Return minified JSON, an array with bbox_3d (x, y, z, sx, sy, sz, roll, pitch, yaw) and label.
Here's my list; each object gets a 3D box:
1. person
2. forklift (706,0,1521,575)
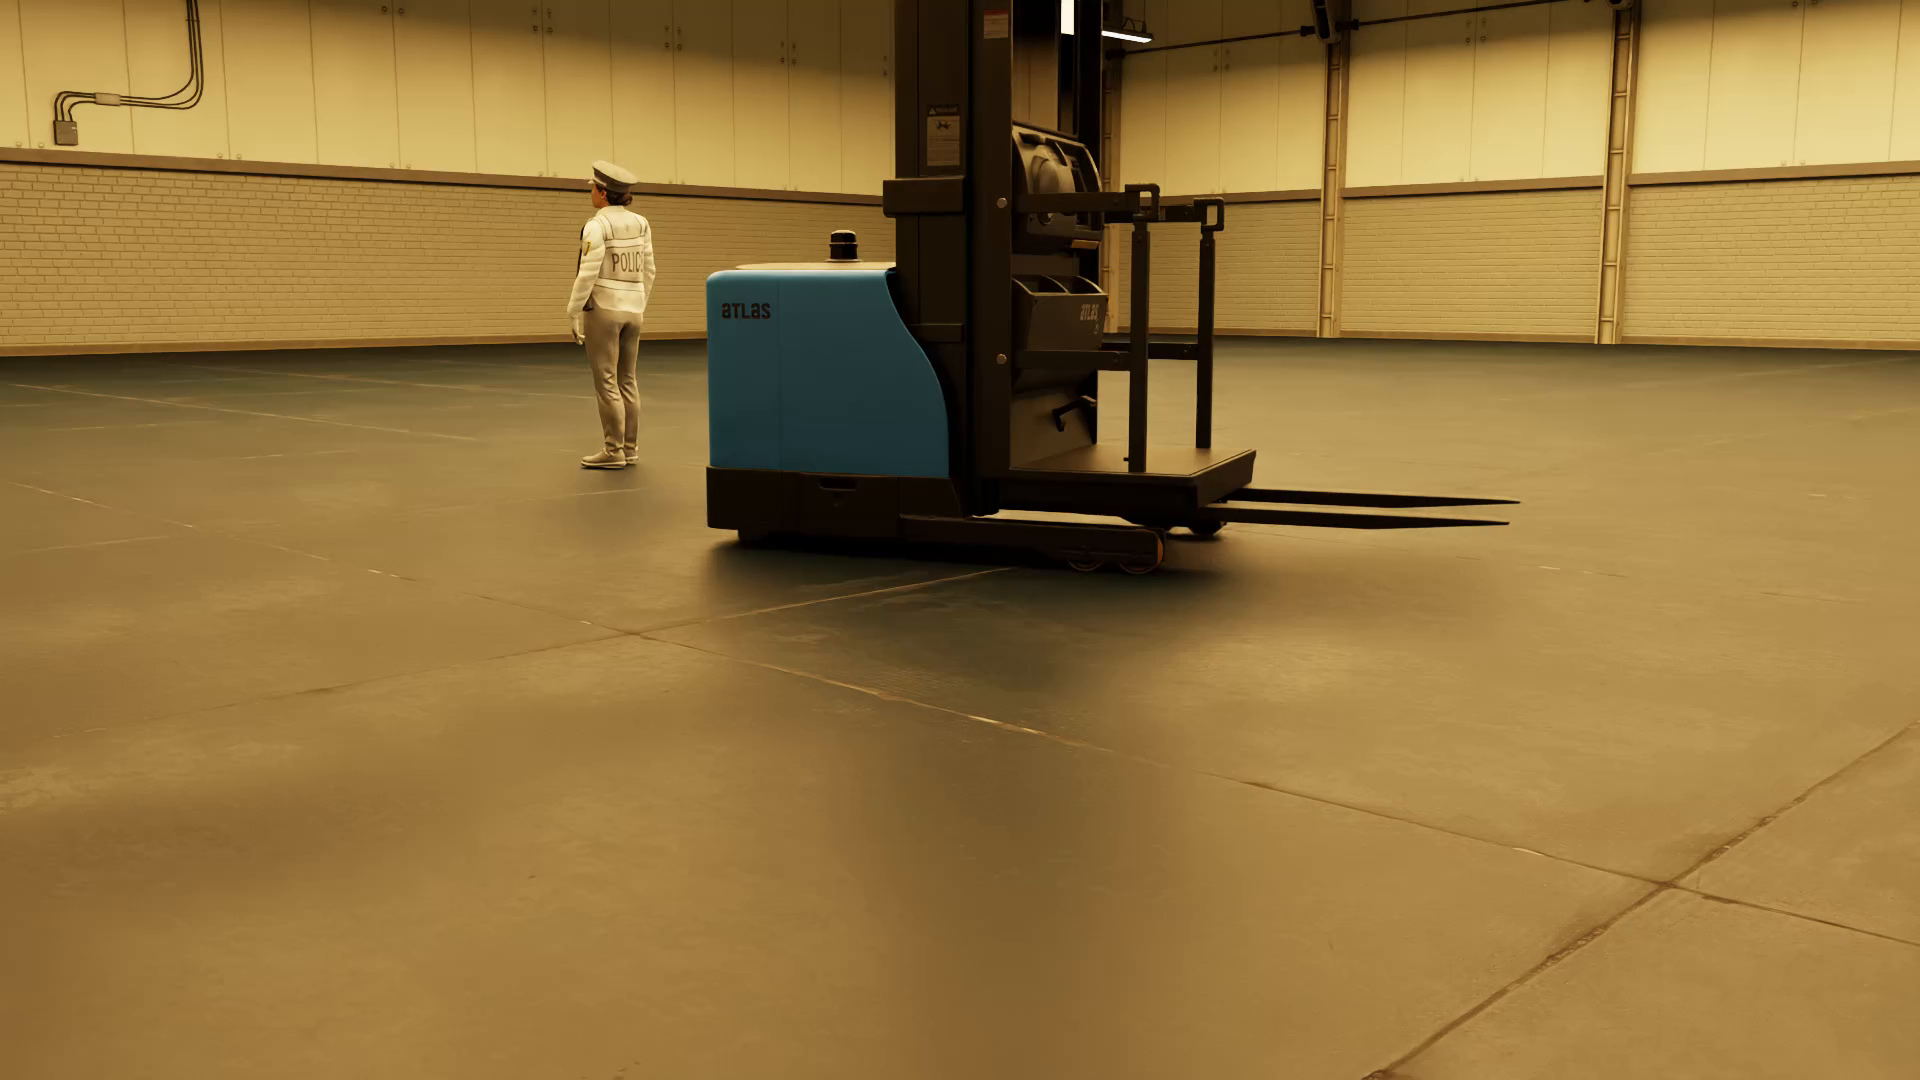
[{"bbox_3d":[-1.993,-1.254,9.307,0.534,1.697,0.588,5,10,32],"label":"person"},{"bbox_3d":[0.565,-1.416,6.275,3.031,2.935,1.130,3,9,22],"label":"forklift"}]
